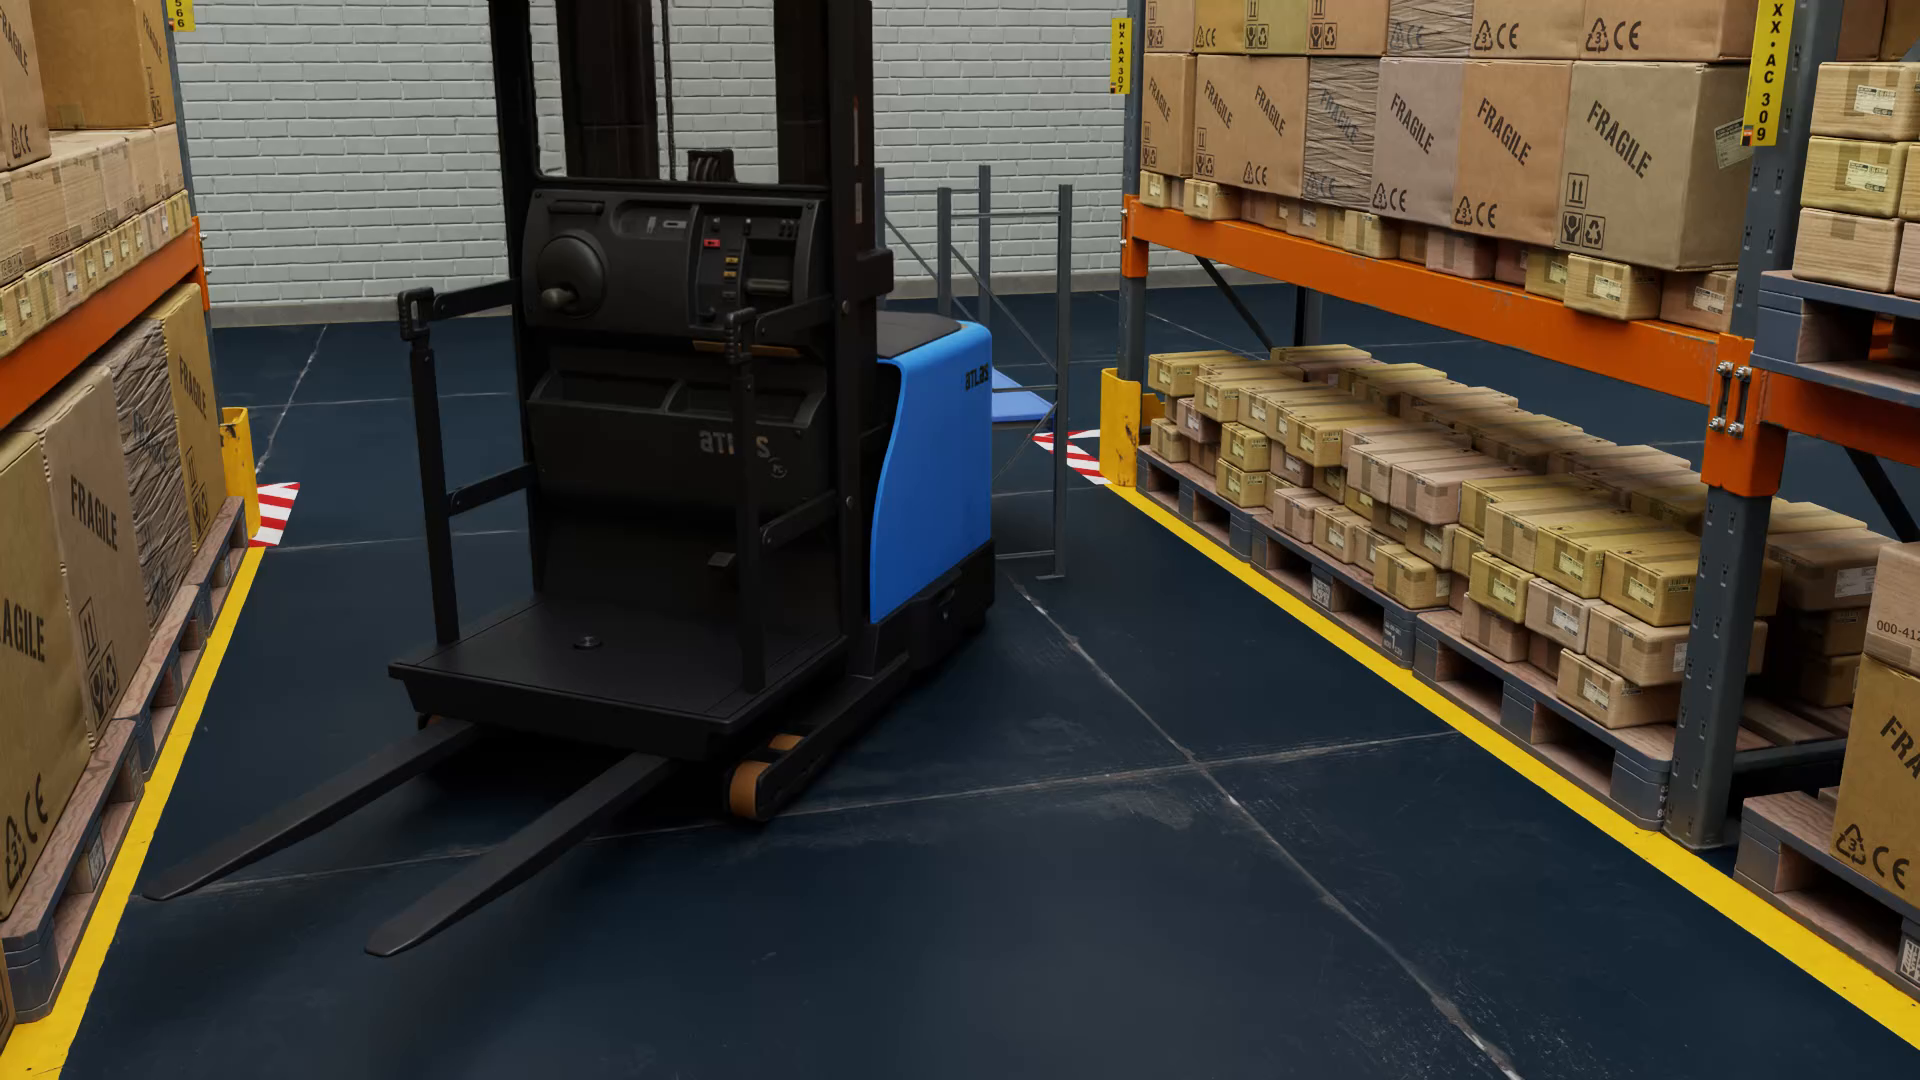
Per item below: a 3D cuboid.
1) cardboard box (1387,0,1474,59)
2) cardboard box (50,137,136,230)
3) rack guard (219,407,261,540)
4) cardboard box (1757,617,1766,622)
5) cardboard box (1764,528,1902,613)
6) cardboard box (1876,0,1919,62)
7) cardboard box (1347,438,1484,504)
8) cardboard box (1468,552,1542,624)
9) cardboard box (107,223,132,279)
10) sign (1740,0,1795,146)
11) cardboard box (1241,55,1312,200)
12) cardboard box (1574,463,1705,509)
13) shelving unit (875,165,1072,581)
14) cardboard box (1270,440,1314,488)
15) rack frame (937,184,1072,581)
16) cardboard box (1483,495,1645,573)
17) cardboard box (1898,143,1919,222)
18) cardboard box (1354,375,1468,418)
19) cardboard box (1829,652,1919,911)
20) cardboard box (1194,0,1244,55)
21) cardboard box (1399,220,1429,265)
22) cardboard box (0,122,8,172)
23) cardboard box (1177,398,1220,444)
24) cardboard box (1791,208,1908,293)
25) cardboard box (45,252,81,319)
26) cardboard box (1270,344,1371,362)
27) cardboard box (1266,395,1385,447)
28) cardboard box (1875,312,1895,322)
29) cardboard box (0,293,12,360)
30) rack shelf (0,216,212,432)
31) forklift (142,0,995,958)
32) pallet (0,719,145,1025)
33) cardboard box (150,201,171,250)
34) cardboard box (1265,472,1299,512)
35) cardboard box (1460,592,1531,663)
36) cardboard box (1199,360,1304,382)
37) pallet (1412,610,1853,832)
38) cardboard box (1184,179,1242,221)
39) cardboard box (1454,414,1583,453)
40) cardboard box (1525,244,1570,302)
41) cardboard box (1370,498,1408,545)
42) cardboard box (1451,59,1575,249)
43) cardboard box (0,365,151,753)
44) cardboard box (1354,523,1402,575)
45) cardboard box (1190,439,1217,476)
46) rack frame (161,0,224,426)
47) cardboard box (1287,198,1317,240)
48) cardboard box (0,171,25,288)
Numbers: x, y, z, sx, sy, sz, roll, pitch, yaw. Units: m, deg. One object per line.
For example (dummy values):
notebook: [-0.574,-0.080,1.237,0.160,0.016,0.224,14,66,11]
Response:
cardboard box: [1.680,-1.750,5.134,0.500,0.500,0.500,-4,17,-14]
cardboard box: [-2.885,-1.105,5.161,0.500,0.250,0.500,-5,18,-17]
rack guard: [-3.559,-0.238,6.876,1.175,0.500,0.348,-5,17,-15]
cardboard box: [2.396,0.147,4.958,0.380,0.149,0.250,-5,17,-15]
cardboard box: [2.448,0.081,4.659,0.380,0.149,0.250,-4,17,-13]
cardboard box: [2.454,-1.500,4.302,0.500,0.500,0.500,-4,17,-14]
cardboard box: [1.566,-0.240,5.728,0.380,0.149,0.250,-5,18,-17]
cardboard box: [1.774,0.127,5.025,0.380,0.149,0.250,-5,18,-17]
cardboard box: [-2.784,-0.882,5.111,0.380,0.149,0.250,-5,17,-15]
sign: [1.824,-1.056,3.749,0.100,0.325,0.005,-5,17,-15]
cardboard box: [1.396,-1.555,6.223,0.500,0.500,0.500,-4,17,-15]
cardboard box: [2.219,-0.136,5.383,0.380,0.149,0.250,-5,17,-17]
shelving unit: [0.023,-0.695,6.658,0.538,1.500,1.048,-5,17,-15]
cardboard box: [1.445,-0.320,6.510,0.380,0.149,0.250,-6,18,-18]
rack frame: [0.163,-0.554,6.190,0.500,1.500,0.032,-5,17,-15]
cardboard box: [1.812,-0.021,4.999,0.380,0.149,0.250,-5,17,-16]
cardboard box: [2.083,-0.693,3.234,0.380,0.149,0.250,-5,17,-16]
cardboard box: [1.851,-0.575,6.843,0.380,0.149,0.250,-5,18,-17]
cardboard box: [2.292,0.535,3.572,0.500,0.500,0.500,-4,17,-13]
cardboard box: [1.257,-2.178,6.560,0.500,0.500,0.500,-4,17,-14]
cardboard box: [1.679,-0.989,5.466,0.380,0.149,0.250,-5,17,-16]
cardboard box: [-2.467,-1.042,3.646,0.500,0.500,0.500,-5,17,-15]
cardboard box: [1.162,-0.526,7.197,0.380,0.149,0.250,-5,17,-16]
cardboard box: [2.010,-0.622,3.515,0.380,0.149,0.250,-6,18,-18]
cardboard box: [-2.571,-0.669,4.401,0.380,0.149,0.250,-4,17,-15]
cardboard box: [1.633,-0.787,7.550,0.380,0.149,0.250,-4,17,-15]
cardboard box: [1.414,-0.456,6.447,0.380,0.149,0.250,-4,17,-13]
cardboard box: [2.580,-0.670,4.407,0.380,0.149,0.250,-4,17,-13]
cardboard box: [-2.360,-0.456,3.691,0.380,0.149,0.250,-4,17,-13]
rack shelf: [-3.003,-0.531,4.756,1.077,0.370,4.000,-5,17,-15]
forklift: [-0.900,-0.787,4.476,1.130,2.935,3.031,7,18,21]
pallet: [-2.587,0.797,3.933,1.003,0.211,1.213,-5,17,-15]
cardboard box: [-2.997,-1.094,5.818,0.380,0.149,0.250,-5,17,-15]
cardboard box: [1.433,-0.182,6.569,0.380,0.149,0.250,-5,17,-15]
cardboard box: [1.783,0.250,5.132,0.380,0.149,0.250,-5,18,-17]
cardboard box: [1.253,-0.675,7.177,0.380,0.149,0.250,-4,17,-14]
pallet: [2.125,0.466,5.034,1.003,0.211,1.213,-5,17,-15]
cardboard box: [1.150,-1.411,6.873,0.380,0.149,0.250,-5,17,-17]
cardboard box: [2.043,-0.353,6.105,0.380,0.149,0.250,-5,17,-15]
cardboard box: [1.848,-0.768,4.731,0.380,0.149,0.250,-4,17,-13]
cardboard box: [1.657,-0.095,5.763,0.380,0.149,0.250,-6,18,-18]
cardboard box: [1.797,-1.132,4.816,0.500,0.500,0.500,-5,17,-17]
cardboard box: [-2.805,0.056,4.514,0.875,0.875,0.875,-5,17,-15]
cardboard box: [1.617,0.032,5.856,0.380,0.149,0.250,-4,17,-14]
cardboard box: [1.231,-0.393,7.270,0.380,0.149,0.250,-5,17,-15]
rack frame: [-3.552,-1.429,6.494,1.000,3.000,0.127,-5,17,-15]
cardboard box: [1.445,-1.203,6.180,0.380,0.149,0.250,-5,17,-16]
cardboard box: [-2.462,-0.682,3.751,0.500,0.250,0.500,-5,17,-16]
